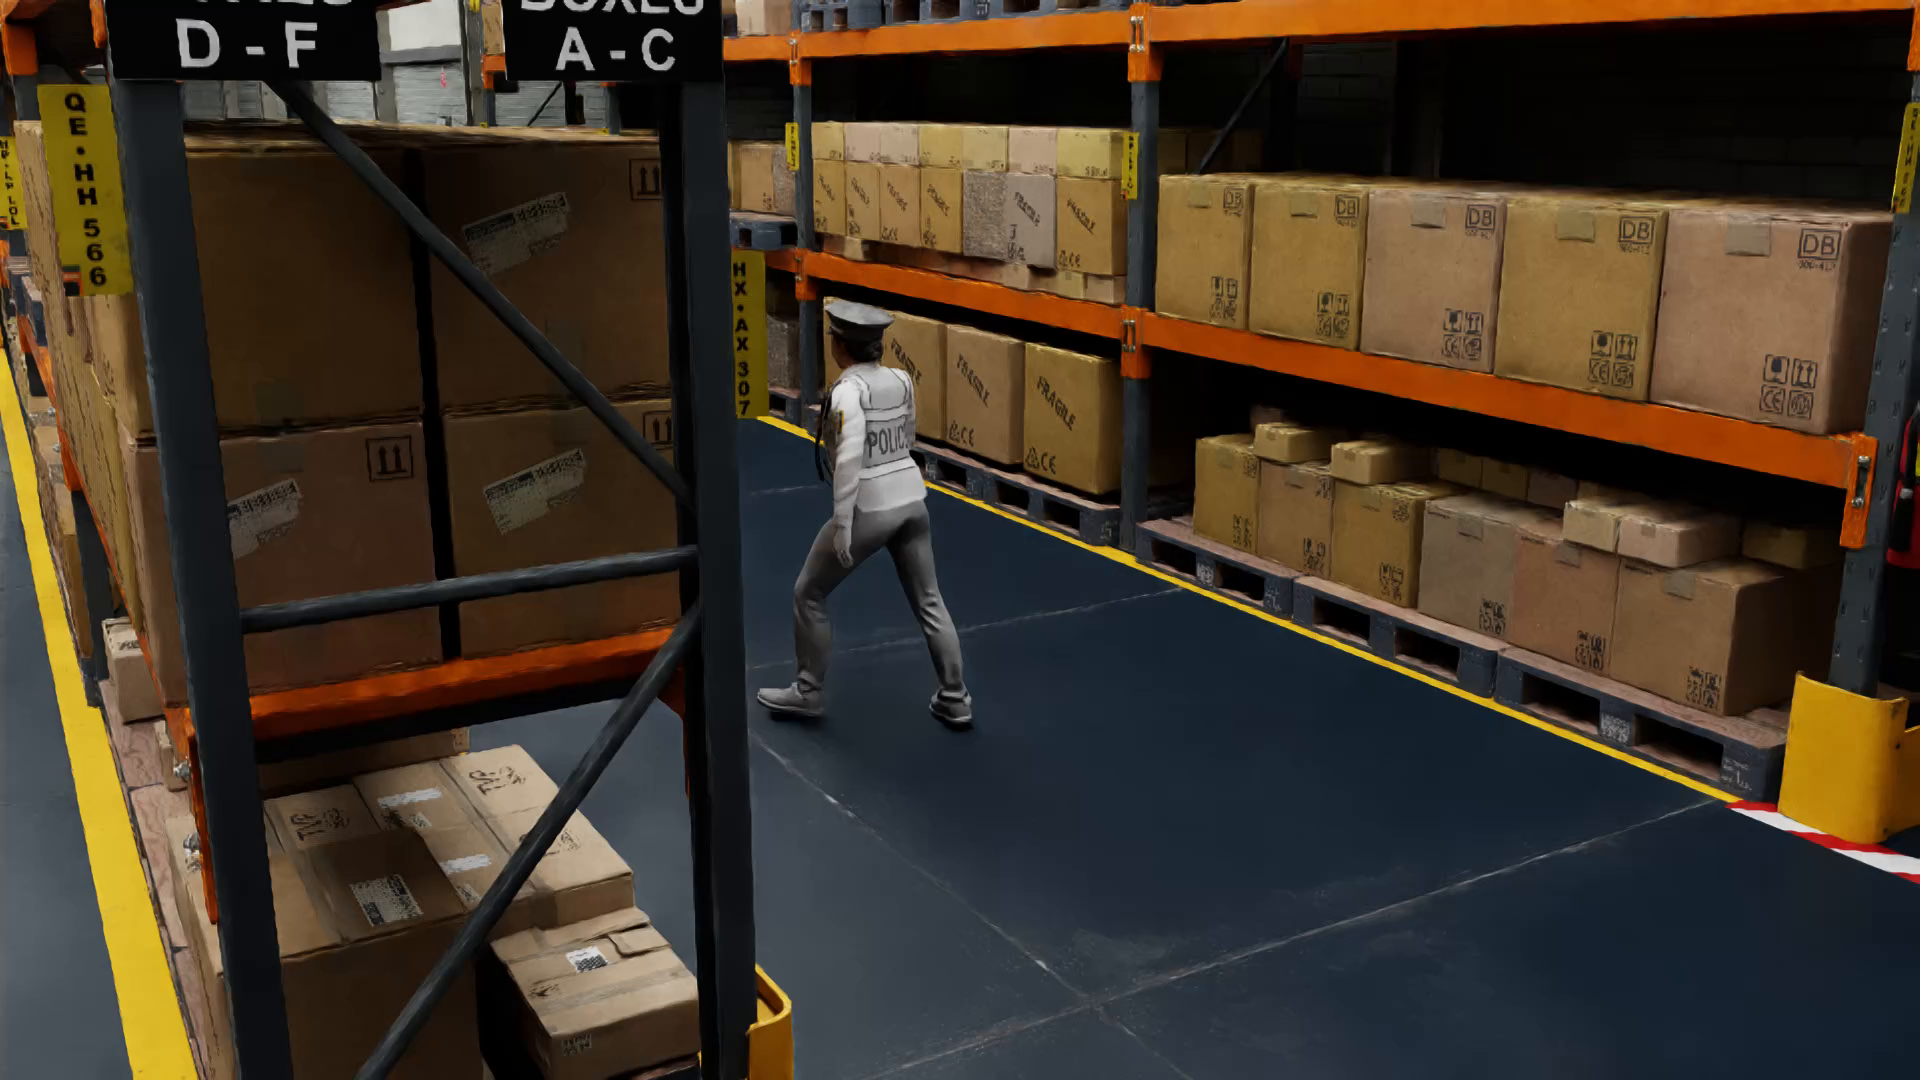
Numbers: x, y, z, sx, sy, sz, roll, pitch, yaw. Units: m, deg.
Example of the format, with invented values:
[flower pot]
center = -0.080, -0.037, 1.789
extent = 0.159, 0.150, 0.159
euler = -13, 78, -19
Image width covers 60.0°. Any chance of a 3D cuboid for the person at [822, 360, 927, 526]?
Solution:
[person]
center = -0.362, -0.397, 6.359
extent = 0.434, 0.585, 0.596
euler = 13, 20, 40
